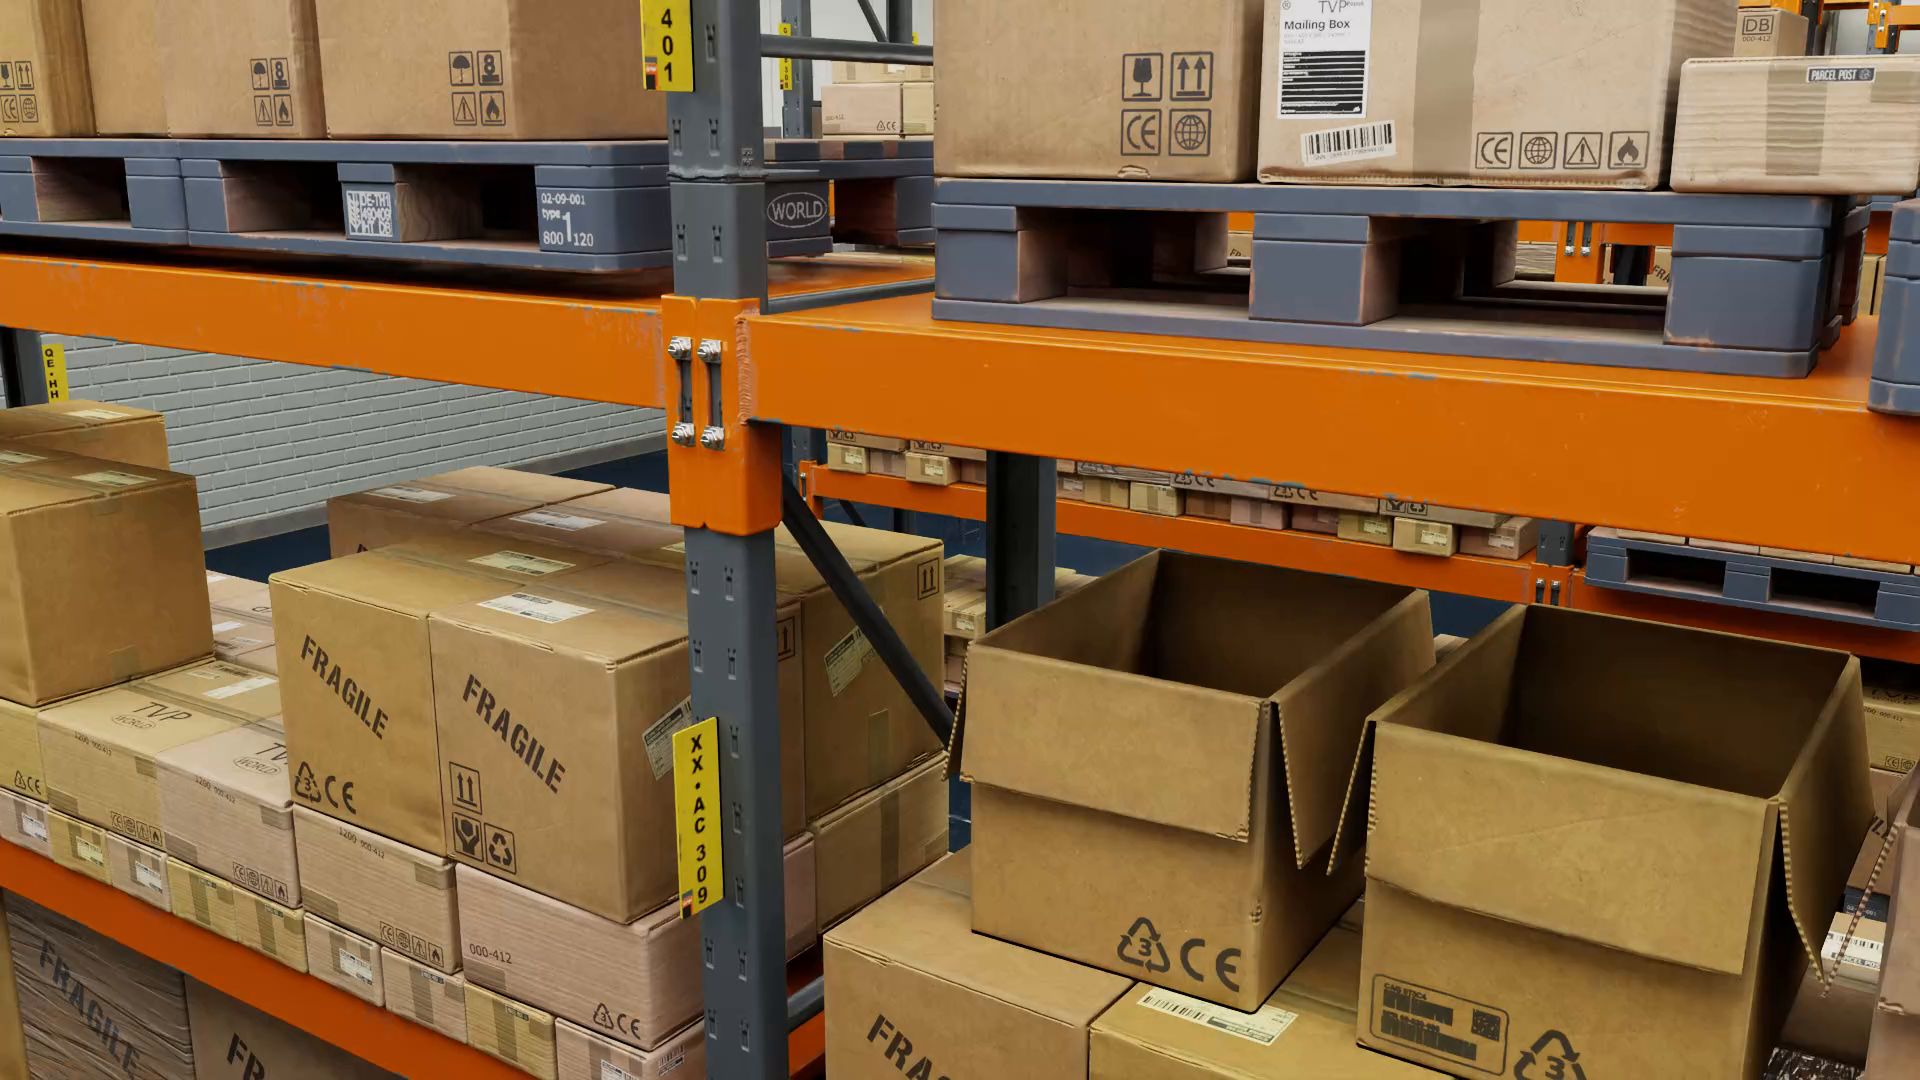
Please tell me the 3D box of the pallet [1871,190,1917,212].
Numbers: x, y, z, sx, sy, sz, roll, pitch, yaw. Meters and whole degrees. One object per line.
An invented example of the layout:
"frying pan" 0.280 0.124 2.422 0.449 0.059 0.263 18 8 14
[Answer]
"pallet" 3.181 -1.427 6.496 1.003 0.211 1.213 9 17 33

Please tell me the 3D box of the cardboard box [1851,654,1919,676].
"cardboard box" 3.906 0.600 6.925 0.500 0.250 0.500 10 17 35

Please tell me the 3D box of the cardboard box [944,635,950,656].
"cardboard box" -0.104 0.502 8.993 0.250 0.149 0.380 9 17 33

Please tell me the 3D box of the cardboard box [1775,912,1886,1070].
"cardboard box" 1.260 0.905 2.717 0.500 0.500 0.500 9 16 32

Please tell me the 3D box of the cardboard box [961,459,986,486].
"cardboard box" 0.214 -0.392 8.688 0.250 0.149 0.380 10 17 35

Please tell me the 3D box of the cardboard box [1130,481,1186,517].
"cardboard box" 1.023 -0.232 8.039 0.250 0.149 0.380 10 17 34

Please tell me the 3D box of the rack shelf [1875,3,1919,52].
"rack shelf" 9.833 -4.258 13.626 4.000 0.370 1.077 9 17 33

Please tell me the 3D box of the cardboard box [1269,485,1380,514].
"cardboard box" 1.738 -0.438 7.523 0.500 0.500 0.500 9 16 31

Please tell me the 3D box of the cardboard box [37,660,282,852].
"cardboard box" -1.910 0.524 4.156 0.500 0.250 0.500 9 16 32

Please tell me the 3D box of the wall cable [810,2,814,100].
"wall cable" -0.782 -6.041 18.420 0.133 3.039 2.988 9 17 33

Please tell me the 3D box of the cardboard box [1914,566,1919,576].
"cardboard box" 3.656 0.034 6.091 0.250 0.149 0.380 8 16 30

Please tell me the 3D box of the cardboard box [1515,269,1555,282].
"cardboard box" 2.489 -0.954 7.527 0.500 0.500 0.500 10 17 34

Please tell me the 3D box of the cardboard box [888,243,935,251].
"cardboard box" -0.073 -1.370 9.205 0.500 0.500 0.500 9 16 32

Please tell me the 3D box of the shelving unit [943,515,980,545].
"shelving unit" 0.012 -0.580 12.671 0.189 1.200 0.258 9 17 33

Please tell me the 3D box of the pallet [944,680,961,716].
"pallet" 0.126 0.777 9.246 1.213 0.211 1.003 9 17 33

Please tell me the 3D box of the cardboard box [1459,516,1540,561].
"cardboard box" 2.360 -0.036 7.250 0.250 0.149 0.380 9 16 32

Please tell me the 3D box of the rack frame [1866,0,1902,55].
"rack frame" 8.174 -5.069 14.575 0.127 3.000 1.000 9 17 33

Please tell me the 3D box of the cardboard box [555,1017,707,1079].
"cardboard box" -0.560 0.955 3.245 0.250 0.149 0.380 9 17 33

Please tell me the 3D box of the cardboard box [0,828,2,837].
"cardboard box" -2.479 0.645 4.498 0.250 0.149 0.380 9 16 32

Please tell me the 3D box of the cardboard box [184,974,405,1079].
"cardboard box" -1.374 1.411 4.428 0.875 0.875 0.875 9 17 33

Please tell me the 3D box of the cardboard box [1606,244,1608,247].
"cardboard box" 4.394 -2.117 11.492 0.250 0.149 0.380 9 17 32

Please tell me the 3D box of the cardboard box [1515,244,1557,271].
"cardboard box" 4.017 -1.845 11.746 0.500 0.500 0.500 9 17 34

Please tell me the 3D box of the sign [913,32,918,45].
"sign" -0.265 -2.697 9.390 0.005 0.325 0.100 9 17 33

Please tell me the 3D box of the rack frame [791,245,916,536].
"rack frame" -0.591 -0.703 9.421 0.127 3.000 1.000 9 17 33

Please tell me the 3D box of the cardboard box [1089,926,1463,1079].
"cardboard box" 0.536 0.939 2.579 0.500 0.500 0.500 9 17 33

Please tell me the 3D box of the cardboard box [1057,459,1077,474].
"cardboard box" 0.485 -0.646 8.362 0.500 0.500 0.500 9 17 34

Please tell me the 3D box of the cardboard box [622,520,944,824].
"cardboard box" -0.379 0.258 3.671 0.500 0.500 0.500 9 17 33

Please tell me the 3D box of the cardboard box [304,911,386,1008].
"cardboard box" -1.200 0.852 3.663 0.250 0.149 0.380 10 17 34

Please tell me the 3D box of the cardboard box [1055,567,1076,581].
"cardboard box" 0.452 0.263 9.339 0.250 0.149 0.380 9 16 32

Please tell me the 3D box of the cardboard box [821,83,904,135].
"cardboard box" -0.364 -2.217 8.566 0.500 0.250 0.500 9 17 34

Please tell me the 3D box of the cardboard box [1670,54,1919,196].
"cardboard box" 1.028 -0.500 2.005 0.250 0.149 0.380 8 16 31

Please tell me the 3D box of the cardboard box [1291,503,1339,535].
"cardboard box" 1.722 -0.145 7.690 0.250 0.149 0.380 9 16 31

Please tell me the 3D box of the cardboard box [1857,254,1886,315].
"cardboard box" 5.611 -1.585 10.694 0.500 0.500 0.500 9 17 33

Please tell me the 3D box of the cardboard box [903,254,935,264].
"cardboard box" 0.055 -1.202 8.528 0.500 0.500 0.500 10 17 34

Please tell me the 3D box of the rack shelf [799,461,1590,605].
"rack shelf" 1.068 -0.086 8.424 4.000 0.370 1.077 9 17 33

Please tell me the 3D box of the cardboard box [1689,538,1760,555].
"cardboard box" 3.031 -0.068 6.504 0.250 0.149 0.380 9 17 34

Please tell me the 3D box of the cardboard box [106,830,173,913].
"cardboard box" -1.837 0.749 4.080 0.250 0.149 0.380 10 17 34

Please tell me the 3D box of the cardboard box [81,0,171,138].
"cardboard box" -1.605 -1.213 3.947 0.500 0.500 0.700 10 17 35

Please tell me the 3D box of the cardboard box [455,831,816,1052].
"cardboard box" -0.637 0.730 3.324 0.500 0.250 0.500 9 16 32

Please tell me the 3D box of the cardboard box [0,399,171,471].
"cardboard box" -2.892 -0.150 5.321 0.500 0.500 0.500 9 17 33

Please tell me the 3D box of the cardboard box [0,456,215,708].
"cardboard box" -2.348 0.090 4.349 0.500 0.500 0.500 9 16 31

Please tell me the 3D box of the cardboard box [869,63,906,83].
"cardboard box" -0.248 -2.396 8.459 0.250 0.149 0.380 10 17 35

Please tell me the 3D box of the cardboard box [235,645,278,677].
"cardboard box" -1.616 0.418 4.584 0.500 0.250 0.500 9 17 33

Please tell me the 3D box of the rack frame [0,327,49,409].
"rack frame" -3.443 0.272 5.481 0.127 3.000 1.000 9 17 33

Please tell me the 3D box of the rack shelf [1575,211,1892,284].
"rack shelf" 4.387 -1.005 5.896 4.000 0.370 1.077 9 17 33

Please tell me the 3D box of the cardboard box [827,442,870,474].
"cardboard box" -0.505 -0.472 9.012 0.250 0.149 0.380 9 17 32

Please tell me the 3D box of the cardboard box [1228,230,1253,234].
"cardboard box" 2.227 -2.450 12.837 0.250 0.149 0.380 10 17 34

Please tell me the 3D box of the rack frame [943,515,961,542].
"rack frame" -0.064 -0.593 12.721 0.006 1.200 0.240 9 17 33

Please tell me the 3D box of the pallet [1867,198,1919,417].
"pallet" 1.701 -0.244 1.718 1.213 0.211 1.003 10 17 35

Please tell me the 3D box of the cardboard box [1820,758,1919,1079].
"cardboard box" 1.498 0.532 2.136 0.637 0.503 0.797 10 17 35

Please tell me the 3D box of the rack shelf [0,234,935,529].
"rack shelf" -1.784 -0.566 4.123 4.000 0.370 1.077 9 17 33

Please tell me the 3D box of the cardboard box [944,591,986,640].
"cardboard box" 0.087 0.398 8.792 0.250 0.149 0.380 9 17 33
